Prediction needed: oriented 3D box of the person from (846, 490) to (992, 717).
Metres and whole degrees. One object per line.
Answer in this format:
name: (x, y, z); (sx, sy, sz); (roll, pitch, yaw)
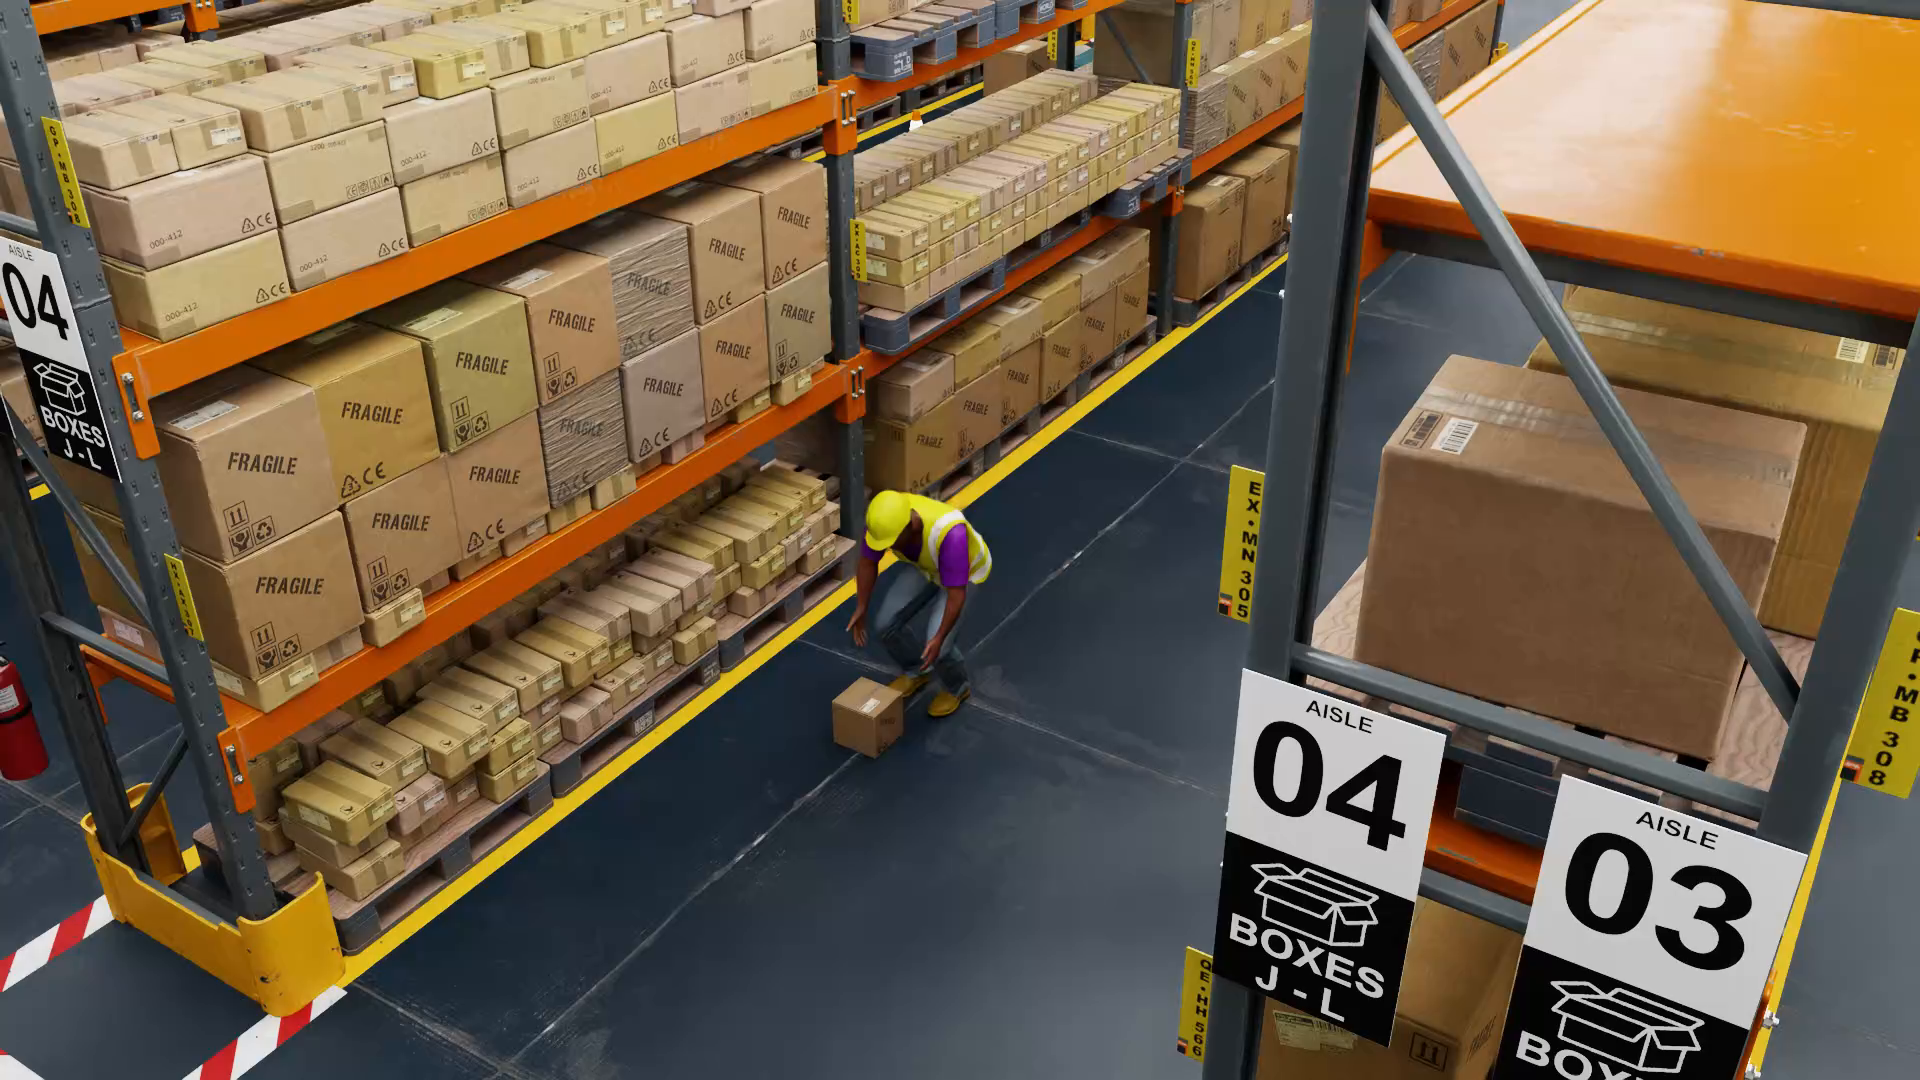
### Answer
person: (-0.161, 0.254, 8.151); (0.631, 1.343, 0.792); (22, 37, 33)
